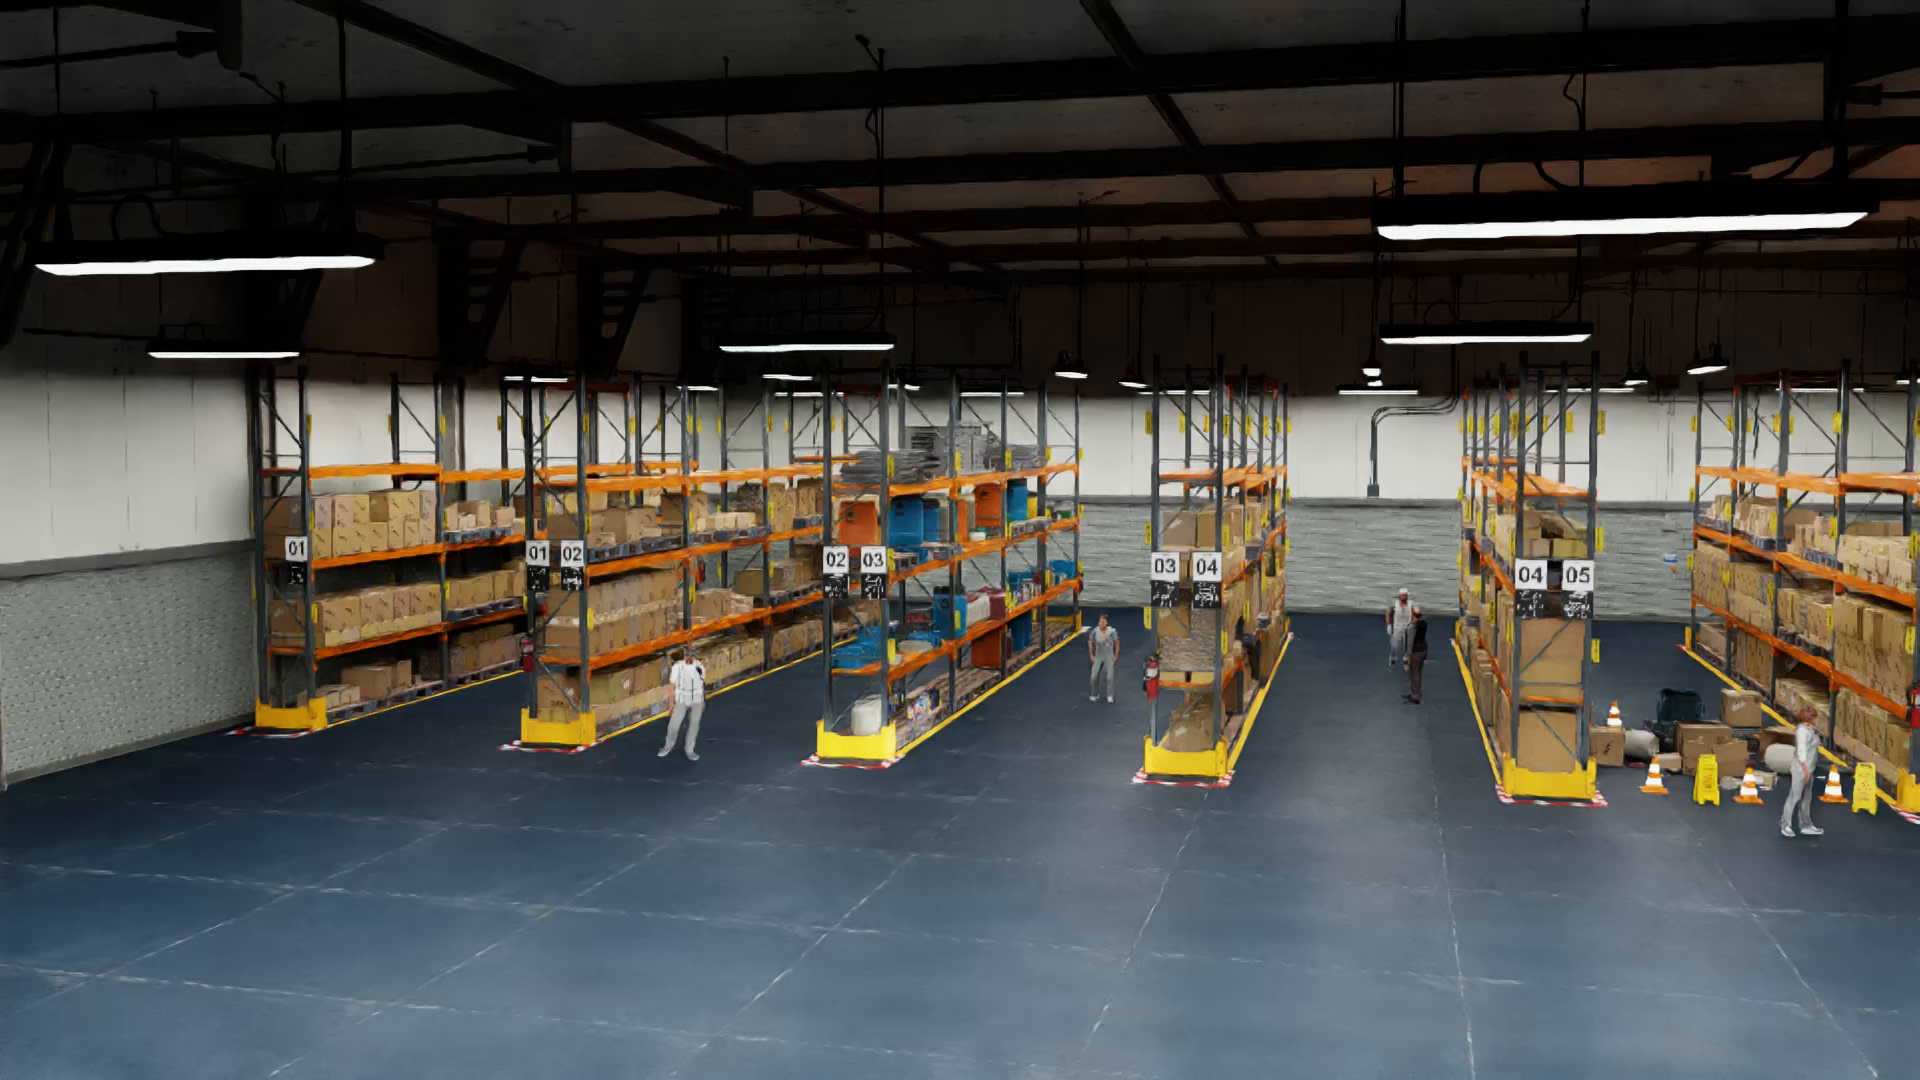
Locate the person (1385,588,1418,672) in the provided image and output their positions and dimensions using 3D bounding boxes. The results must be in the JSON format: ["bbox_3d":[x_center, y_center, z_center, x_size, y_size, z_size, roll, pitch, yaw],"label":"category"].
[{"bbox_3d":[8.953,1.820,33.649,0.678,1.741,0.546,1,4,13],"label":"person"}]

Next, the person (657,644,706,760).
[{"bbox_3d":[-4.155,2.415,24.858,0.715,1.739,0.544,-2,4,-26],"label":"person"}]

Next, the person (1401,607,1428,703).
[{"bbox_3d":[8.177,2.061,30.001,0.494,1.725,0.578,4,6,45],"label":"person"}]

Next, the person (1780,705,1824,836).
[{"bbox_3d":[10.271,2.805,20.261,0.437,1.599,0.519,3,5,37],"label":"person"}]

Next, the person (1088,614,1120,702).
[{"bbox_3d":[2.604,2.126,30.093,0.580,1.619,0.507,1,4,13],"label":"person"}]
